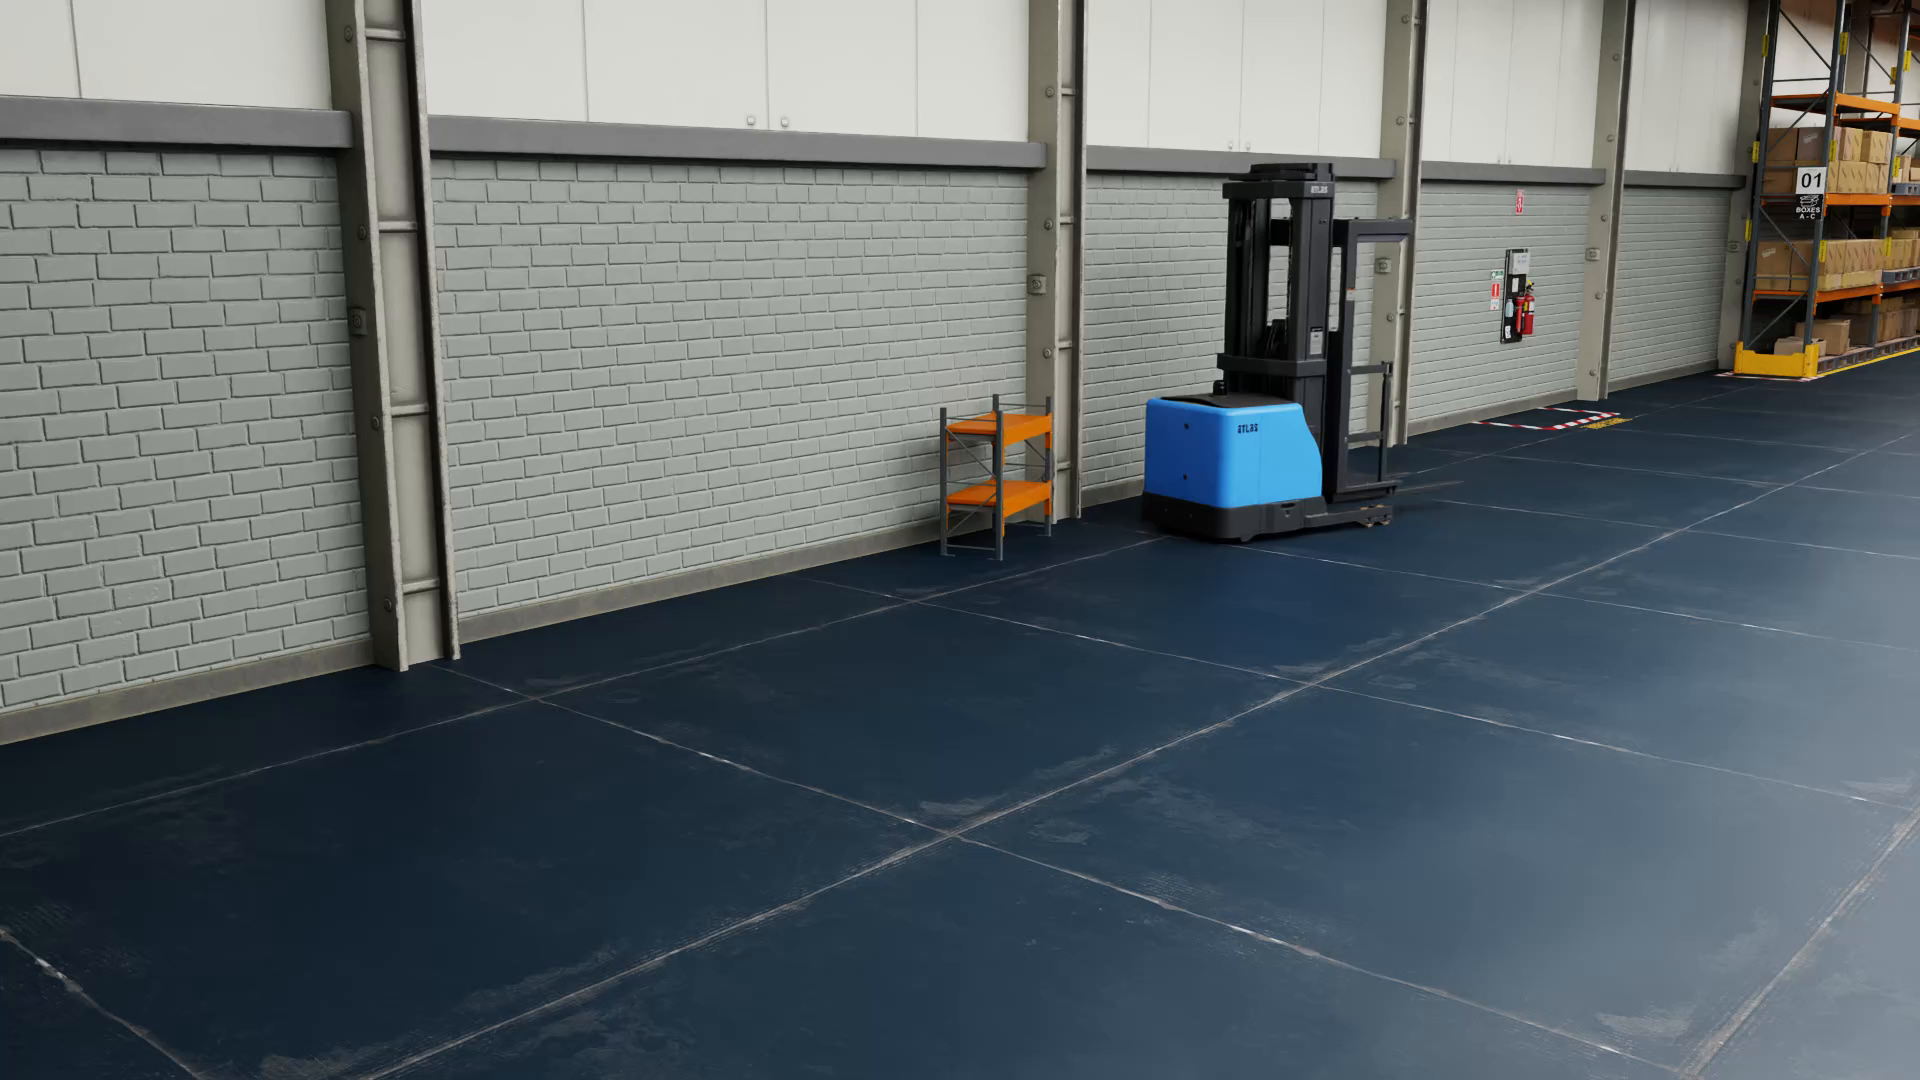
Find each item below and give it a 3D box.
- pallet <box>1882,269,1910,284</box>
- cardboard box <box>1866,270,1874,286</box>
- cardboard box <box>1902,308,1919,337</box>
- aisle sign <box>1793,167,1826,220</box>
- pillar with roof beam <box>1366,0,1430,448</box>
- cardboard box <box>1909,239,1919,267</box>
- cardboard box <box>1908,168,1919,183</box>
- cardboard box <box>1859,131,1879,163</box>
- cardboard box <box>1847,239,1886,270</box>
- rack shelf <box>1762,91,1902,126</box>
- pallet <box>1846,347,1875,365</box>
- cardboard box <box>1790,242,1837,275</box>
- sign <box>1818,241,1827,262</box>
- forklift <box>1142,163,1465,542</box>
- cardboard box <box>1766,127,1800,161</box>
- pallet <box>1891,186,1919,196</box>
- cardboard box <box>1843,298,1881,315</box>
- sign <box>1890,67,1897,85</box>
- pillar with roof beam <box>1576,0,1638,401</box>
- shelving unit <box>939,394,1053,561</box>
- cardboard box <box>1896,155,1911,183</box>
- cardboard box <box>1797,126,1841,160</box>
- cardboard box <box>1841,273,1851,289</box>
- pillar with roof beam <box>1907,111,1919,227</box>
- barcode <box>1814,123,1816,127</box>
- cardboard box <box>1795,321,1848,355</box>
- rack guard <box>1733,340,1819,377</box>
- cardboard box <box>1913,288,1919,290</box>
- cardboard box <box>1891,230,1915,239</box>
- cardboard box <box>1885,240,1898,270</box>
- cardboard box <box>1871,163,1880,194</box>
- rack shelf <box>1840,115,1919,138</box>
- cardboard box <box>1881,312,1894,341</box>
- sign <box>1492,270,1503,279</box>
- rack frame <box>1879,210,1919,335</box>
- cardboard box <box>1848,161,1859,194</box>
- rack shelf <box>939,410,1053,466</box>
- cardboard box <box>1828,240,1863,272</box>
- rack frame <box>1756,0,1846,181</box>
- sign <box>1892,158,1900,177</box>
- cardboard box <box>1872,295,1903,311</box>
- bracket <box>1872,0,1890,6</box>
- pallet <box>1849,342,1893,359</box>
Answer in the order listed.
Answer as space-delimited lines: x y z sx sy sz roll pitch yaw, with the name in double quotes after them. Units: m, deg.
16.113 -4.675 29.447 1.003 0.211 1.213 10 15 40 "pallet"
15.080 -4.430 28.066 0.500 0.250 0.500 10 15 41 "cardboard box"
17.704 -4.141 31.544 0.700 0.500 0.500 10 15 41 "cardboard box"
13.037 -5.312 25.511 0.394 0.787 0.004 10 15 40 "aisle sign"
7.984 -4.921 14.875 9.100 9.000 0.400 10 15 40 "pillar with roof beam"
17.489 -5.372 31.071 0.700 0.500 0.500 8 14 35 "cardboard box"
17.215 -6.616 30.705 0.637 0.503 0.797 -10 15 -40 "cardboard box"
14.682 -6.426 27.210 0.500 0.500 0.500 9 14 38 "cardboard box"
15.420 -4.870 28.351 0.500 0.500 0.500 10 15 40 "cardboard box"
14.179 -6.968 26.970 1.077 0.370 4.000 10 15 40 "rack shelf"
15.083 -3.204 28.715 1.003 0.211 1.213 10 15 40 "pallet"
13.400 -4.422 26.110 0.500 0.500 0.500 10 15 40 "cardboard box"
13.267 -4.441 25.577 0.100 0.325 0.005 10 15 40 "sign"
3.004 -1.620 13.838 3.031 2.935 1.130 -7 14 -33 "forklift"
12.947 -6.204 26.097 0.500 0.500 0.500 11 15 43 "cardboard box"
16.669 -6.284 29.836 1.213 0.211 1.003 10 15 40 "pallet"
16.261 -4.208 29.968 0.500 0.250 0.500 9 15 39 "cardboard box"
17.721 -8.812 31.568 0.100 0.325 0.005 10 15 40 "sign"
11.945 -5.804 19.295 9.100 9.000 0.400 10 15 40 "pillar with roof beam"
0.290 -0.509 12.889 0.538 1.125 1.048 5 12 23 "shelving unit"
16.735 -6.653 29.874 0.500 0.500 0.500 9 14 38 "cardboard box"
13.296 -6.132 25.736 0.500 0.500 0.500 8 14 36 "cardboard box"
14.093 -4.206 26.943 0.500 0.250 0.500 9 15 39 "cardboard box"
23.827 -8.452 32.554 9.100 9.000 0.400 10 15 40 "pillar with roof beam"
14.259 -6.929 27.734 0.001 0.075 0.075 10 15 40 "barcode"
14.282 -3.352 27.594 0.700 0.500 0.500 9 14 37 "cardboard box"
12.909 -2.872 26.314 1.175 0.500 0.348 10 15 40 "rack guard"
19.307 -4.635 33.174 0.750 0.750 0.750 10 15 40 "cardboard box"
17.734 -5.743 31.270 0.380 0.149 0.250 7 13 31 "cardboard box"
16.235 -5.092 29.667 0.500 0.500 0.700 -10 15 -42 "cardboard box"
15.008 -6.026 27.758 0.500 0.500 0.500 8 14 36 "cardboard box"
16.820 -7.362 29.955 1.077 0.370 4.000 10 15 40 "rack shelf"
16.644 -3.928 30.477 0.700 0.500 0.500 10 15 41 "cardboard box"
6.618 -3.269 20.475 0.001 0.109 0.331 10 15 40 "sign"
18.140 -5.264 31.906 1.000 3.000 0.127 10 15 40 "rack frame"
13.989 -5.785 26.550 0.500 0.500 0.500 11 16 43 "cardboard box"
0.290 -0.796 12.831 0.538 0.278 1.000 5 12 23 "rack shelf"
14.411 -4.646 27.232 0.500 0.500 0.500 10 15 42 "cardboard box"
12.859 -7.028 25.426 1.000 3.000 0.127 10 15 40 "rack frame"
15.912 -6.331 28.270 0.100 0.325 0.005 10 15 40 "sign"
17.281 -4.433 31.091 0.500 0.250 0.500 10 15 41 "cardboard box"
16.625 -9.784 30.033 0.235 0.232 0.430 10 15 40 "bracket"
16.012 -3.422 29.807 1.003 0.211 1.213 10 15 40 "pallet"
